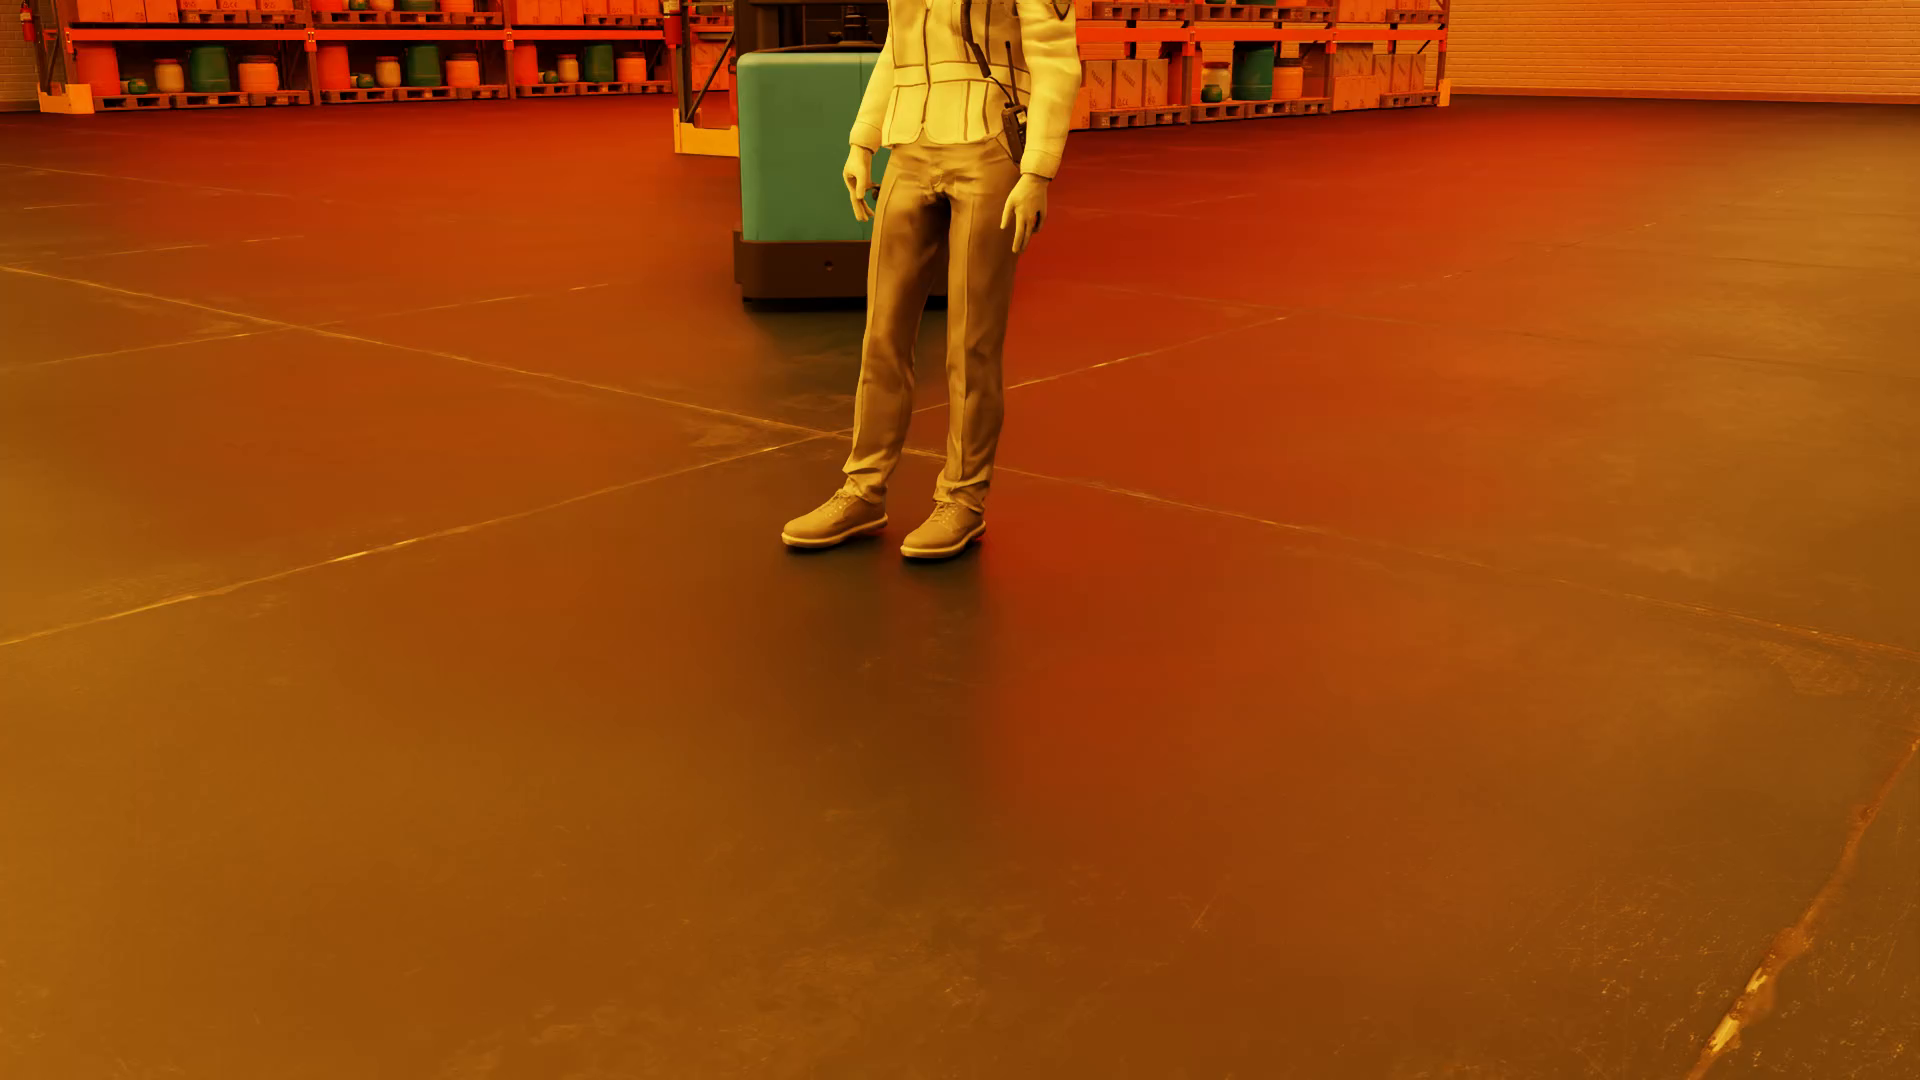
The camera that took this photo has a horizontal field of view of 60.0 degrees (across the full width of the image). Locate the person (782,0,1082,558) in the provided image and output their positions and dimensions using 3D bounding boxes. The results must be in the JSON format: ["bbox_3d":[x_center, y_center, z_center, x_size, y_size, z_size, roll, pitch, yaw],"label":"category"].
[{"bbox_3d":[-0.048,-0.804,3.648,0.588,1.696,0.533,13,21,37],"label":"person"}]

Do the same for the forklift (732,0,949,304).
[{"bbox_3d":[-0.567,-2.811,8.155,1.130,2.935,3.031,-2,17,-6],"label":"forklift"}]
